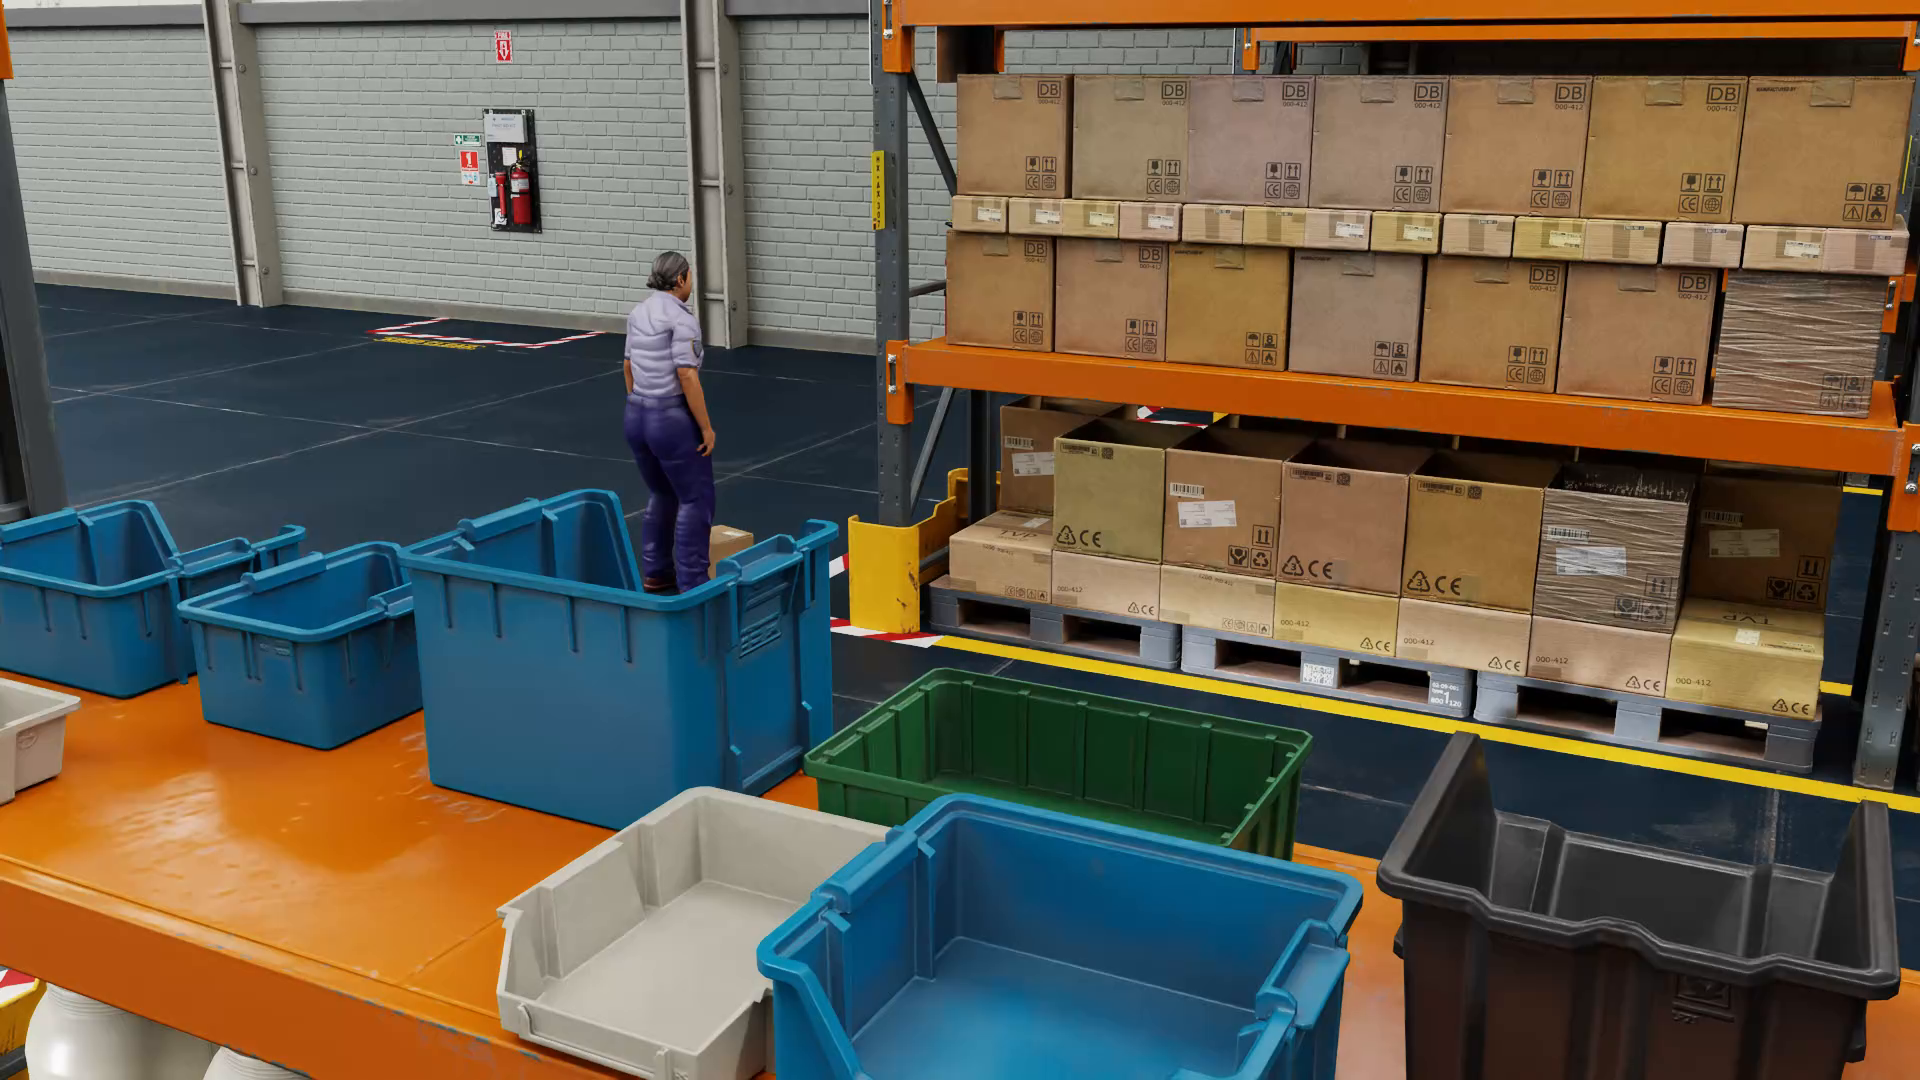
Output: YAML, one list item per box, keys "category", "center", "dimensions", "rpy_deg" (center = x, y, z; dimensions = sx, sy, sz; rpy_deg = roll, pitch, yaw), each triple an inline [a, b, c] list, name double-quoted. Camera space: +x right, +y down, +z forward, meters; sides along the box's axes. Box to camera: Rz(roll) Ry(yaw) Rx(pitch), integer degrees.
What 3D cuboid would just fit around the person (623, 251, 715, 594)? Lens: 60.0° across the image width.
- category: "person"
  center: [-1.375, -0.539, 7.932]
  dimensions: [0.564, 1.652, 0.368]
  rpy_deg: [15, 22, 42]
